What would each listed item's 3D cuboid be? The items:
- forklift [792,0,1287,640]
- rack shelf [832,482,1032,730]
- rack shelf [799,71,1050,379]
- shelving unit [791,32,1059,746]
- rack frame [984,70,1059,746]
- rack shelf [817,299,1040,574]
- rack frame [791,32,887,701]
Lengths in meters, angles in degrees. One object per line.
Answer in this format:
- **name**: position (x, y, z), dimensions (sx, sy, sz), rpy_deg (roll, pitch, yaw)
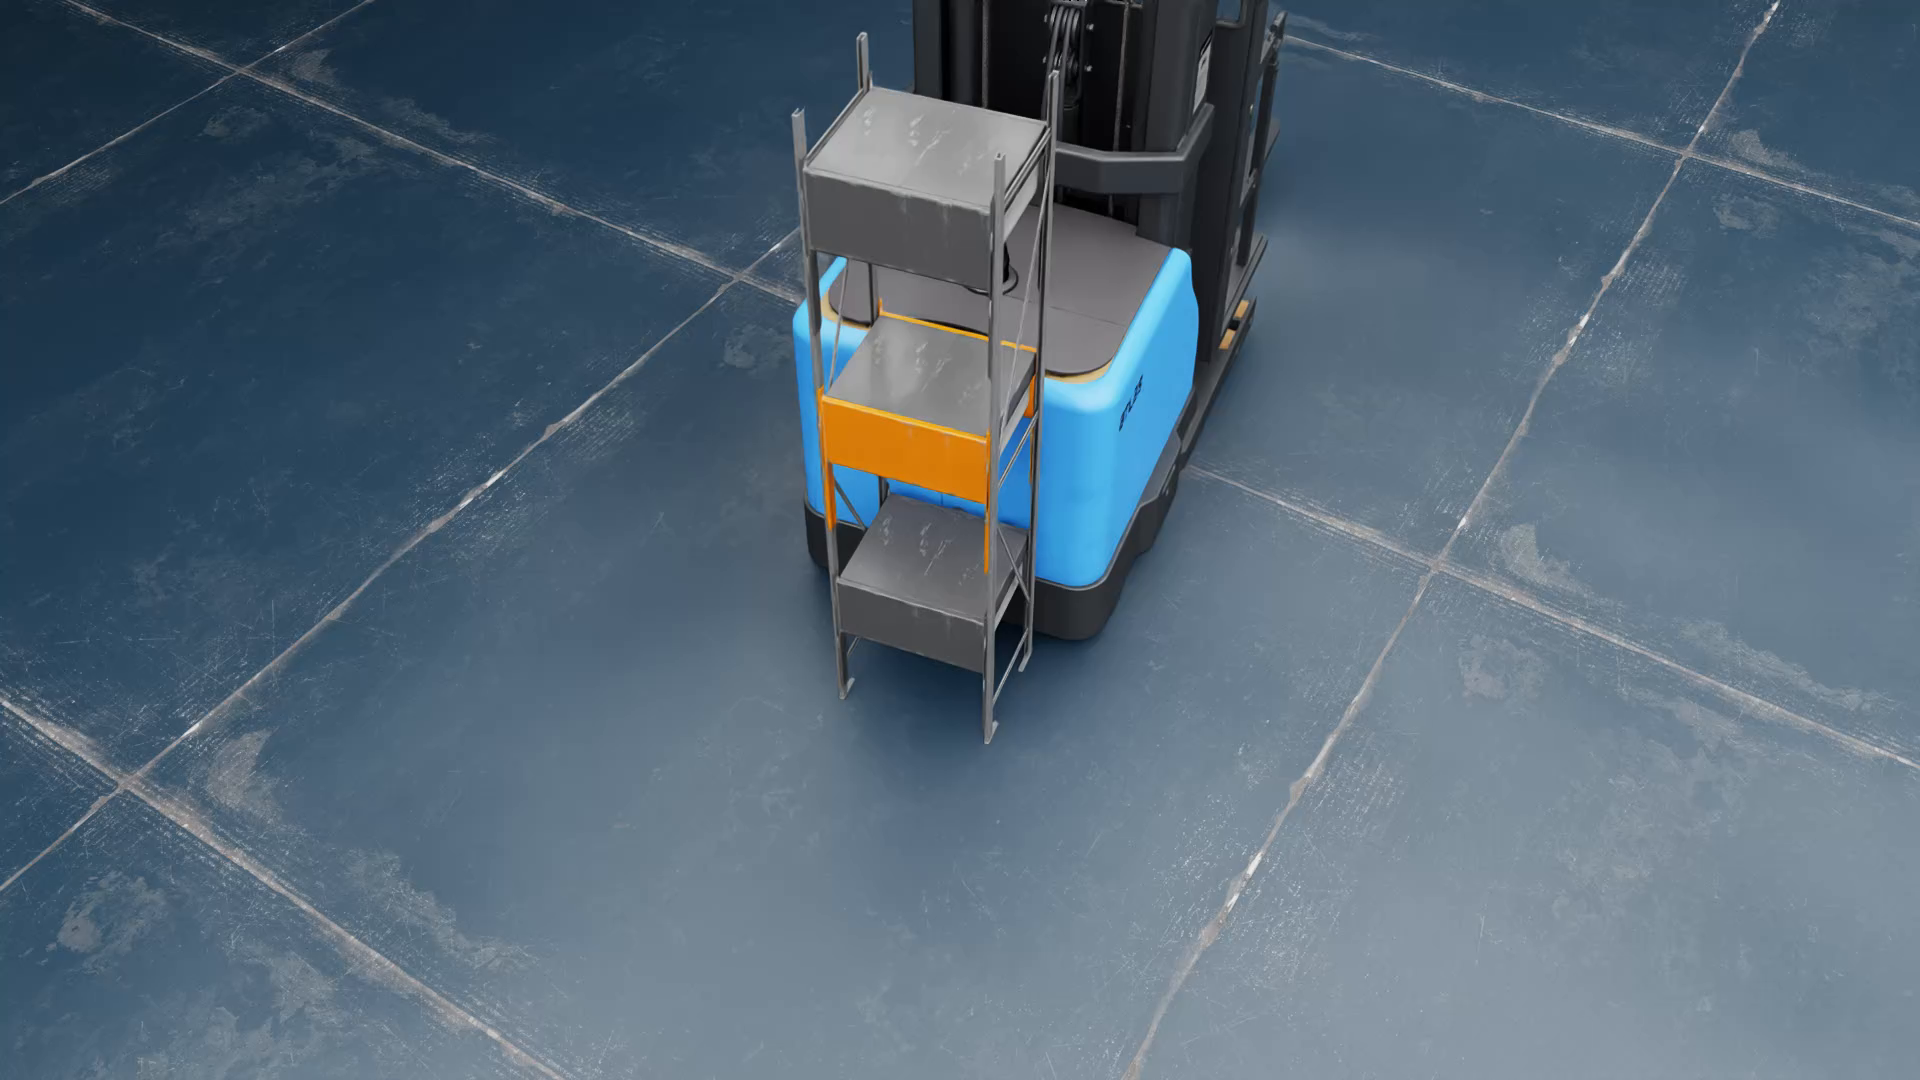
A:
- **forklift**: position (0.508, -1.774, 5.430), dimensions (1.130, 2.935, 3.031), rpy_deg (16, 48, 15)
- **rack shelf**: position (-0.074, 0.202, 5.085), dimensions (0.480, 0.518, 0.431), rpy_deg (16, 48, 15)
- **rack shelf**: position (-0.074, -0.774, 4.081), dimensions (0.480, 0.518, 0.431), rpy_deg (16, 48, 15)
- **shelving unit**: position (-0.074, -0.296, 4.573), dimensions (0.503, 2.100, 0.431), rpy_deg (16, 48, 15)
- **rack frame**: position (0.153, -0.233, 4.512), dimensions (0.015, 2.100, 0.400), rpy_deg (16, 48, 15)
- **rack shelf**: position (-0.074, -0.286, 4.583), dimensions (0.480, 0.518, 0.431), rpy_deg (16, 48, 15)
- **rack frame**: position (-0.302, -0.359, 4.635), dimensions (0.015, 2.100, 0.400), rpy_deg (16, 48, 15)
